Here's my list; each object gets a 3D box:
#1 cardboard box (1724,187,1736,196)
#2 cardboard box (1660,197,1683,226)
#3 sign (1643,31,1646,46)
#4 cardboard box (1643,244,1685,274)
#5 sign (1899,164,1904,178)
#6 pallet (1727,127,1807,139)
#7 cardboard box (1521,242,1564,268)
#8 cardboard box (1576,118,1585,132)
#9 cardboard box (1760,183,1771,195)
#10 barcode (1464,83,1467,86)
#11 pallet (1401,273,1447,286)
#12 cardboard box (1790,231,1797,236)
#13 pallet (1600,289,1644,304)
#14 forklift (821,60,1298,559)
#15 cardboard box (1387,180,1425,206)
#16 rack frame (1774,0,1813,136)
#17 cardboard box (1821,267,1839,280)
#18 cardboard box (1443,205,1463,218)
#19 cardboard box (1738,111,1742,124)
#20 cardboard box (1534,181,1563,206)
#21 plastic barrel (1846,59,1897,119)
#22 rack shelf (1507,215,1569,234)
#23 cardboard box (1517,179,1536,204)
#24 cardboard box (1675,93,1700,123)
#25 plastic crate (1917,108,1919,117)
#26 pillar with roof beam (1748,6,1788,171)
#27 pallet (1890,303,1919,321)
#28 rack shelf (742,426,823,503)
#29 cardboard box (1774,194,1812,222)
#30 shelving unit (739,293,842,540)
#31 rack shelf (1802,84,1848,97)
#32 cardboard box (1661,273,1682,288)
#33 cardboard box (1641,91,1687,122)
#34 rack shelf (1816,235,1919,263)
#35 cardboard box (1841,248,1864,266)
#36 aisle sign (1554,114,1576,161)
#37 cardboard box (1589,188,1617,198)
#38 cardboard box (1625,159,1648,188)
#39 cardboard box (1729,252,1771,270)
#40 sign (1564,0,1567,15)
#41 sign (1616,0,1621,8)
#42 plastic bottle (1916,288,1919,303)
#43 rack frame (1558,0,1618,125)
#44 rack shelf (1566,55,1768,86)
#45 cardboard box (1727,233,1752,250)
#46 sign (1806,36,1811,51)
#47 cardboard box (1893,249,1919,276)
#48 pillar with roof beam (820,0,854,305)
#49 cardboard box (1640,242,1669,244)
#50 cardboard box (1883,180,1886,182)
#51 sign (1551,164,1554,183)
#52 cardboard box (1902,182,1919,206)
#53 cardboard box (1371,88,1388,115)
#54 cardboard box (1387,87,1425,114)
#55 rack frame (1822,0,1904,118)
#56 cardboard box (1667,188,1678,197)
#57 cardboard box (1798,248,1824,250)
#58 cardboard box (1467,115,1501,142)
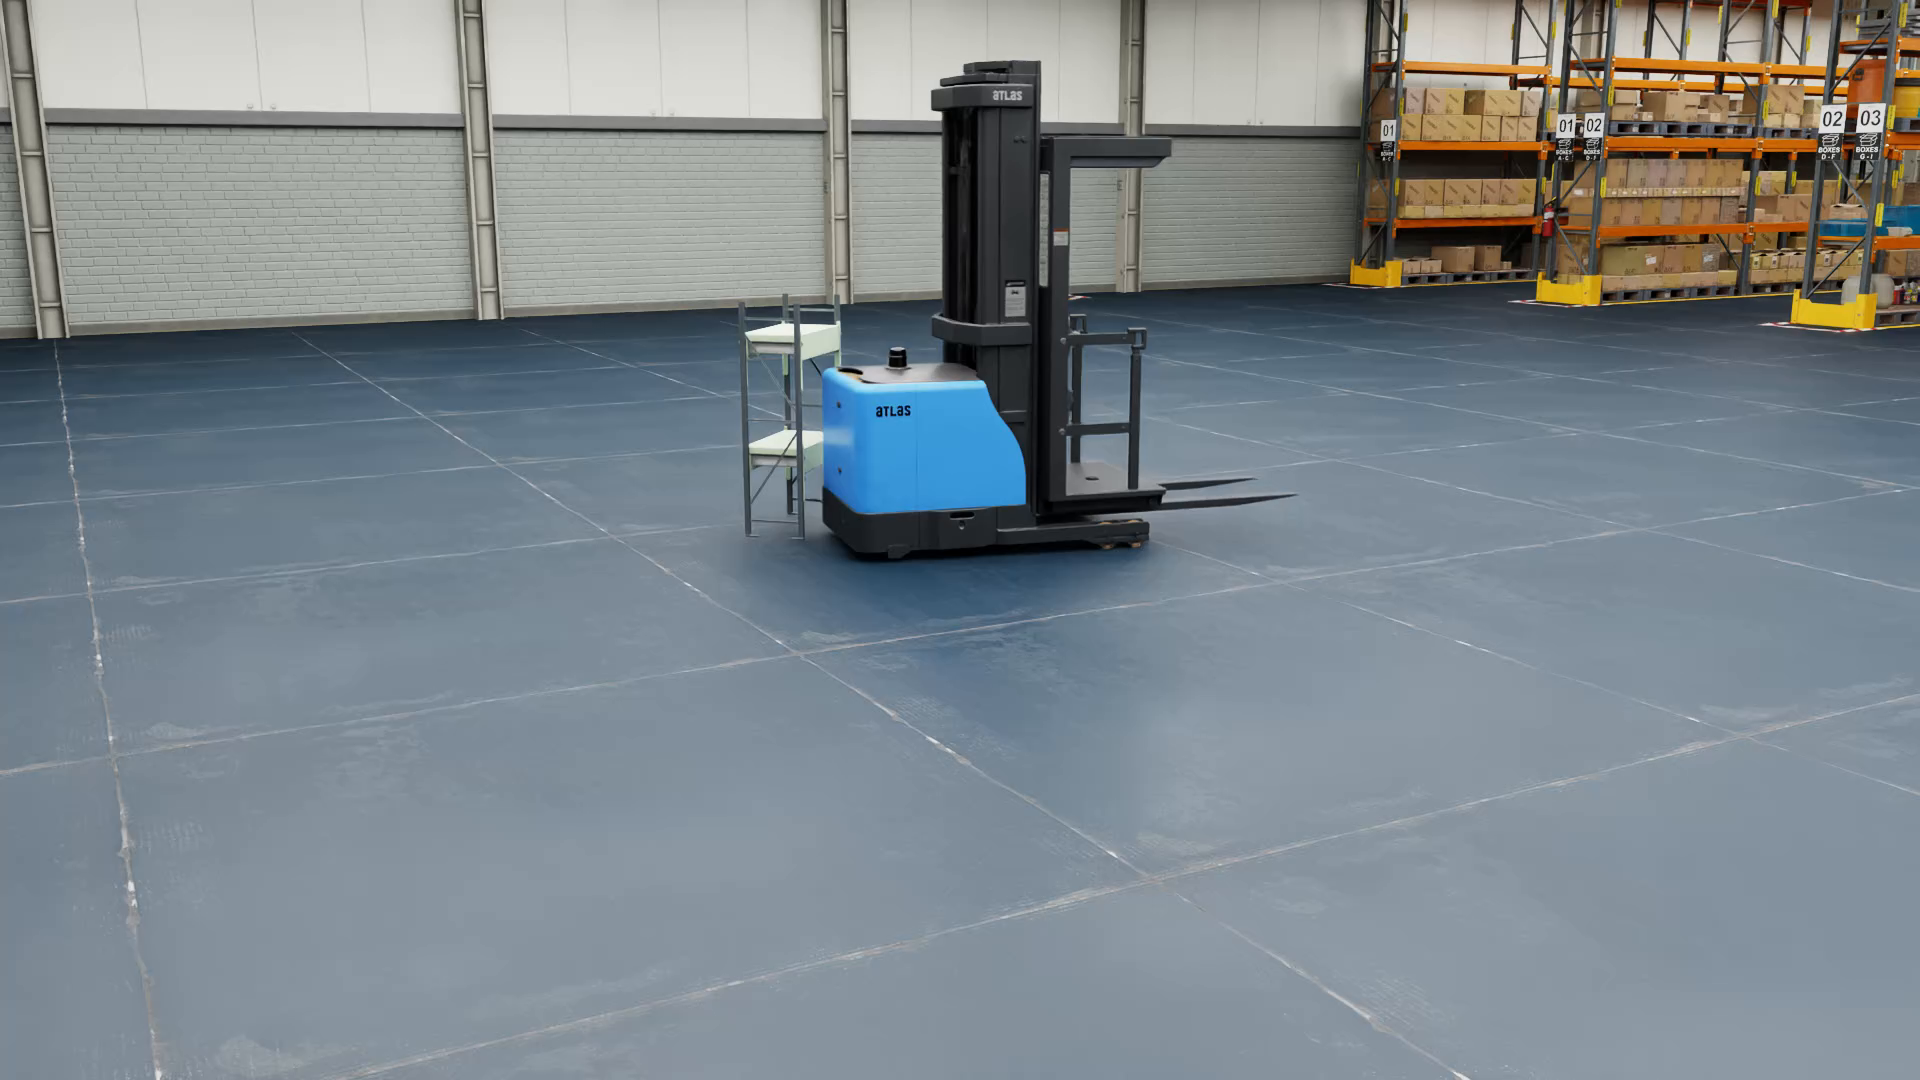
[{"bbox_3d":[13.786,-6.306,30.092,0.250,0.149,0.380,-7,15,-29],"label":"cardboard box"},{"bbox_3d":[12.403,-5.874,29.652,0.500,0.500,0.700,-6,14,-26],"label":"cardboard box"},{"bbox_3d":[15.005,-10.978,36.404,0.005,0.325,0.100,-7,14,-28],"label":"sign"},{"bbox_3d":[12.524,-5.016,29.662,0.500,0.500,0.500,-7,14,-28],"label":"cardboard box"},{"bbox_3d":[22.544,-8.827,39.824,0.005,0.325,0.100,-7,14,-28],"label":"sign"},{"bbox_3d":[14.908,-7.502,30.714,1.217,0.209,0.805,-8,15,-30],"label":"pallet"},{"bbox_3d":[12.401,-6.066,35.424,0.500,0.500,0.700,-6,14,-26],"label":"cardboard box"},{"bbox_3d":[12.822,-8.722,34.949,0.500,0.311,0.500,-6,14,-26],"label":"cardboard box"},{"bbox_3d":[18.058,-7.883,37.854,0.500,0.500,0.500,-7,14,-27],"label":"cardboard box"},{"bbox_3d":[10.337,-9.317,34.020,0.075,0.075,0.001,-7,14,-28],"label":"barcode"},{"bbox_3d":[9.049,-5.296,33.661,1.213,0.211,1.003,-7,14,-28],"label":"pallet"},{"bbox_3d":[19.961,-7.300,39.472,0.250,0.149,0.380,-7,15,-30],"label":"cardboard box"},{"bbox_3d":[11.280,-4.344,29.429,1.213,0.211,1.003,-7,14,-28],"label":"pallet"},{"bbox_3d":[0.680,-1.483,10.525,3.031,2.935,1.130,-4,13,-17],"label":"forklift"},{"bbox_3d":[8.816,-6.864,32.867,0.500,0.500,0.500,-7,14,-28],"label":"cardboard box"},{"bbox_3d":[18.785,-10.759,37.920,0.127,3.000,1.000,-7,14,-28],"label":"rack frame"},{"bbox_3d":[16.413,-5.111,31.793,0.500,0.250,0.500,-6,14,-27],"label":"cardboard box"},{"bbox_3d":[9.732,-6.606,33.428,0.500,0.250,0.500,-7,15,-29],"label":"cardboard box"},{"bbox_3d":[17.503,-9.416,37.557,0.500,0.500,0.700,-7,15,-29],"label":"cardboard box"},{"bbox_3d":[12.226,-7.301,34.989,0.500,0.500,0.700,-7,14,-28],"label":"cardboard box"},{"bbox_3d":[13.365,-6.614,24.399,0.708,0.830,0.600,-7,14,-28],"label":"plastic barrel"},{"bbox_3d":[13.519,-6.850,35.853,4.000,0.370,1.077,-7,14,-28],"label":"rack shelf"},{"bbox_3d":[11.497,-7.184,34.285,0.500,0.500,0.500,-7,14,-28],"label":"cardboard box"},{"bbox_3d":[12.634,-7.674,29.535,0.637,0.503,0.797,-5,14,-22],"label":"cardboard box"},{"bbox_3d":[14.529,-6.375,25.307,0.575,0.384,0.392,-7,14,-28],"label":"plastic crate"},{"bbox_3d":[21.048,-10.170,35.302,0.548,9.000,9.100,-7,14,-28],"label":"pillar with roof beam"},{"bbox_3d":[14.829,-3.529,25.809,1.213,0.211,1.003,-7,14,-28],"label":"pallet"},{"bbox_3d":[-1.088,-0.505,10.922,0.431,0.370,0.720,4,13,15],"label":"rack shelf"},{"bbox_3d":[15.724,-6.271,31.414,0.500,0.500,0.500,-7,14,-28],"label":"cardboard box"},{"bbox_3d":[-1.088,-0.823,10.851,0.431,1.500,0.755,4,13,15],"label":"shelving unit"},{"bbox_3d":[20.541,-10.423,38.978,4.000,0.370,1.077,-7,14,-28],"label":"rack shelf"},{"bbox_3d":[12.524,-4.650,29.745,0.500,0.250,0.500,-7,14,-28],"label":"cardboard box"},{"bbox_3d":[12.218,-7.523,28.870,0.500,0.500,0.500,-7,14,-28],"label":"cardboard box"},{"bbox_3d":[14.755,-4.520,25.500,4.000,0.370,1.077,-7,14,-28],"label":"rack shelf"},{"bbox_3d":[17.309,-5.492,32.207,0.500,0.311,0.500,-6,14,-26],"label":"cardboard box"},{"bbox_3d":[10.431,-6.933,28.665,0.004,0.787,0.394,-7,14,-28],"label":"aisle sign"},{"bbox_3d":[11.077,-5.980,28.646,0.250,0.149,0.380,-7,14,-28],"label":"cardboard box"},{"bbox_3d":[11.551,-6.406,29.058,0.500,0.500,0.700,-7,15,-29],"label":"cardboard box"},{"bbox_3d":[14.622,-5.169,30.773,0.500,0.311,0.500,-7,14,-28],"label":"cardboard box"},{"bbox_3d":[10.382,-9.143,28.431,0.005,0.325,0.100,-7,14,-28],"label":"sign"},{"bbox_3d":[10.890,-8.968,27.472,0.005,0.325,0.100,-7,14,-28],"label":"sign"},{"bbox_3d":[15.157,-3.872,26.182,0.135,0.276,0.152,-7,14,-28],"label":"plastic bottle"},{"bbox_3d":[10.629,-8.542,28.071,0.127,3.000,1.000,-7,14,-28],"label":"rack frame"},{"bbox_3d":[12.385,-8.207,29.128,4.000,0.370,1.077,-7,14,-28],"label":"rack shelf"},{"bbox_3d":[17.498,-6.801,37.936,0.750,0.750,0.750,-6,14,-26],"label":"cardboard box"},{"bbox_3d":[19.056,-11.150,37.350,0.005,0.325,0.100,-7,14,-28],"label":"sign"},{"bbox_3d":[18.644,-5.501,32.913,0.500,0.500,0.500,-7,15,-30],"label":"cardboard box"},{"bbox_3d":[-0.018,-7.645,24.083,0.400,9.000,9.100,-7,14,-28],"label":"pillar with roof beam"},{"bbox_3d":[12.706,-5.172,30.356,0.500,0.500,0.500,-7,14,-28],"label":"cardboard box"},{"bbox_3d":[21.853,-8.344,40.169,0.700,0.700,0.980,-6,14,-25],"label":"cardboard box"},{"bbox_3d":[10.381,-6.402,29.047,0.005,0.325,0.100,-7,14,-28],"label":"sign"},{"bbox_3d":[19.044,-6.858,33.067,0.500,0.500,0.700,-4,13,-17],"label":"cardboard box"},{"bbox_3d":[8.506,-8.675,32.943,0.500,0.500,0.500,-6,14,-25],"label":"cardboard box"},{"bbox_3d":[8.707,-8.573,32.489,0.500,0.500,0.500,-8,15,-32],"label":"cardboard box"},{"bbox_3d":[12.999,-7.587,23.827,0.127,3.000,1.000,-7,14,-28],"label":"rack frame"},{"bbox_3d":[12.426,-6.142,29.364,0.250,0.149,0.380,-7,14,-27],"label":"cardboard box"},{"bbox_3d":[16.594,-5.539,32.417,0.500,0.311,0.500,-7,15,-29],"label":"cardboard box"},{"bbox_3d":[10.520,-8.295,33.532,0.500,0.500,0.500,-7,15,-30],"label":"cardboard box"}]
